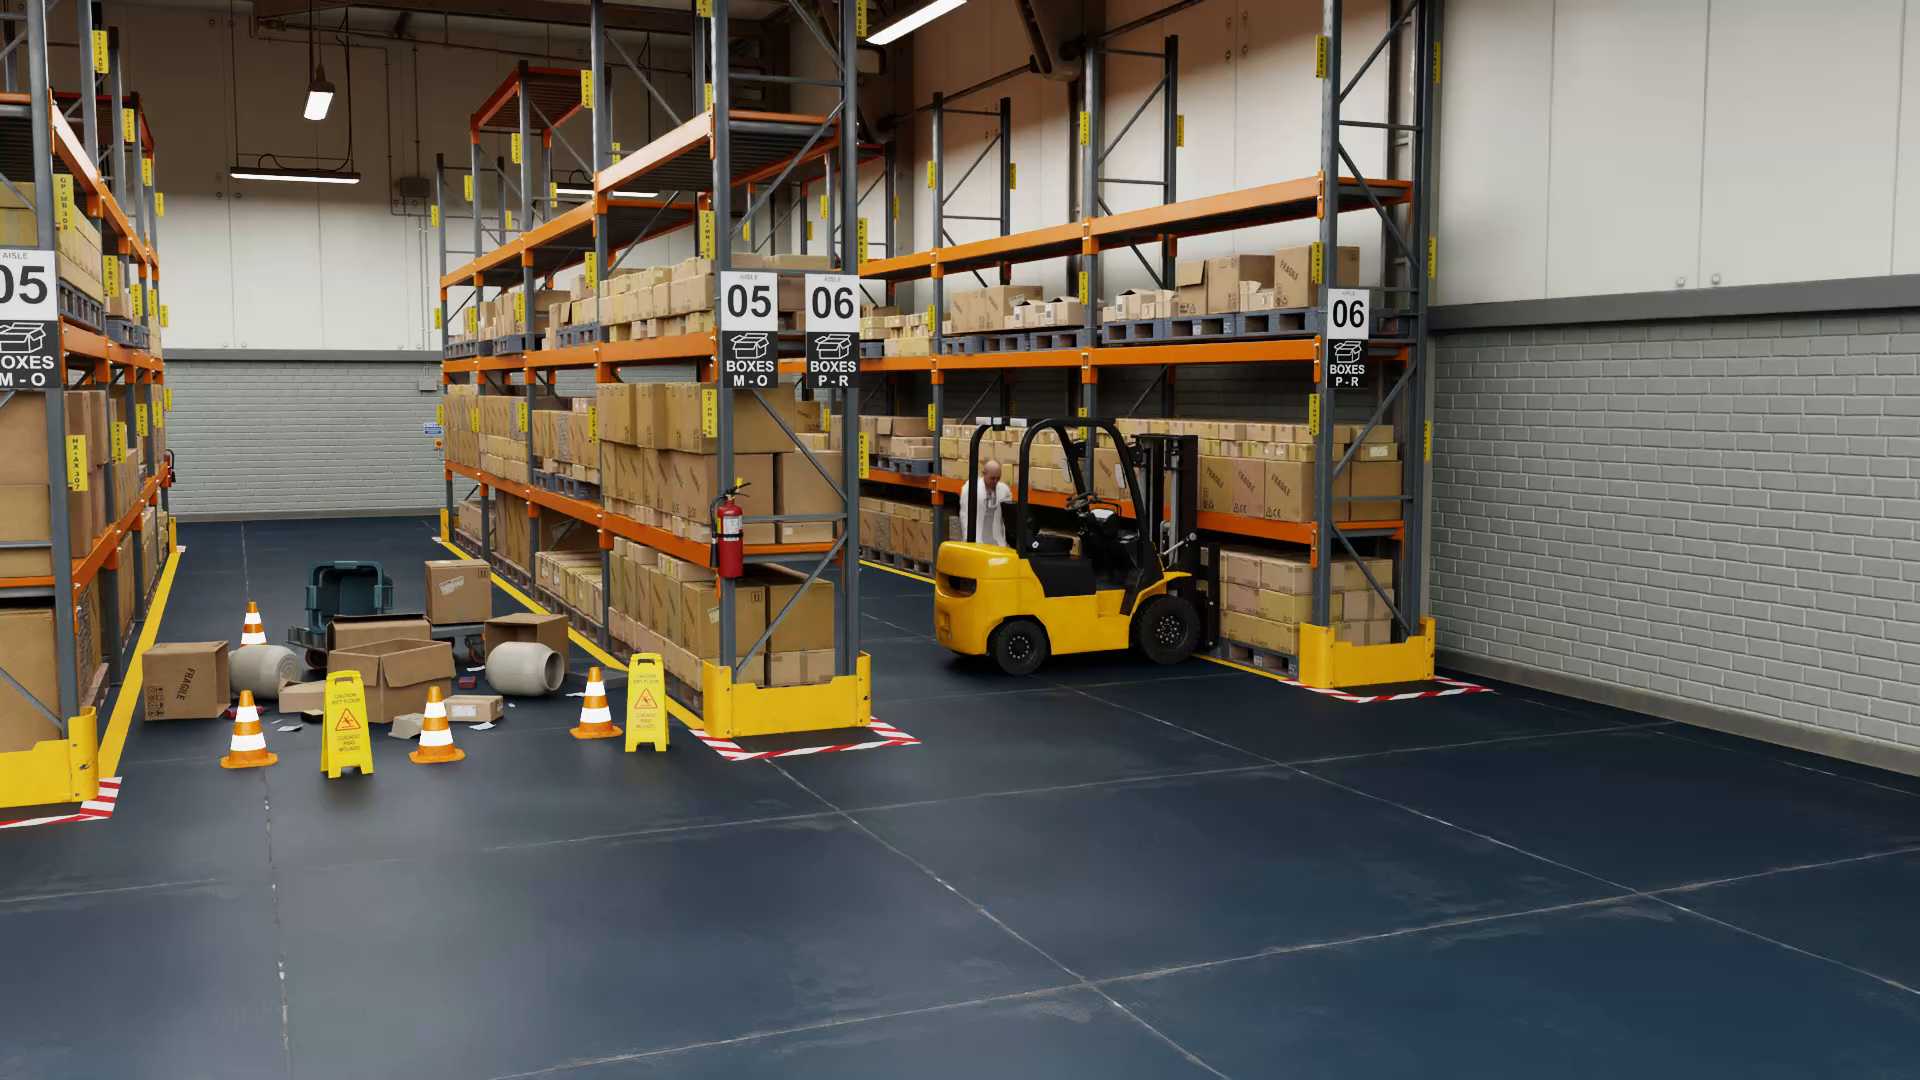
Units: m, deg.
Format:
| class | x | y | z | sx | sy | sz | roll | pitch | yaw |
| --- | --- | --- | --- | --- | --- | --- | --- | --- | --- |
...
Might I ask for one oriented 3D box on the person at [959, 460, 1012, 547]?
| class | x | y | z | sx | sy | sz | roll | pitch | yaw |
| --- | --- | --- | --- | --- | --- | --- | --- | --- | --- |
| person | 0.276 | 0.049 | 16.677 | 0.599 | 1.693 | 0.459 | -2 | 6 | -22 |
